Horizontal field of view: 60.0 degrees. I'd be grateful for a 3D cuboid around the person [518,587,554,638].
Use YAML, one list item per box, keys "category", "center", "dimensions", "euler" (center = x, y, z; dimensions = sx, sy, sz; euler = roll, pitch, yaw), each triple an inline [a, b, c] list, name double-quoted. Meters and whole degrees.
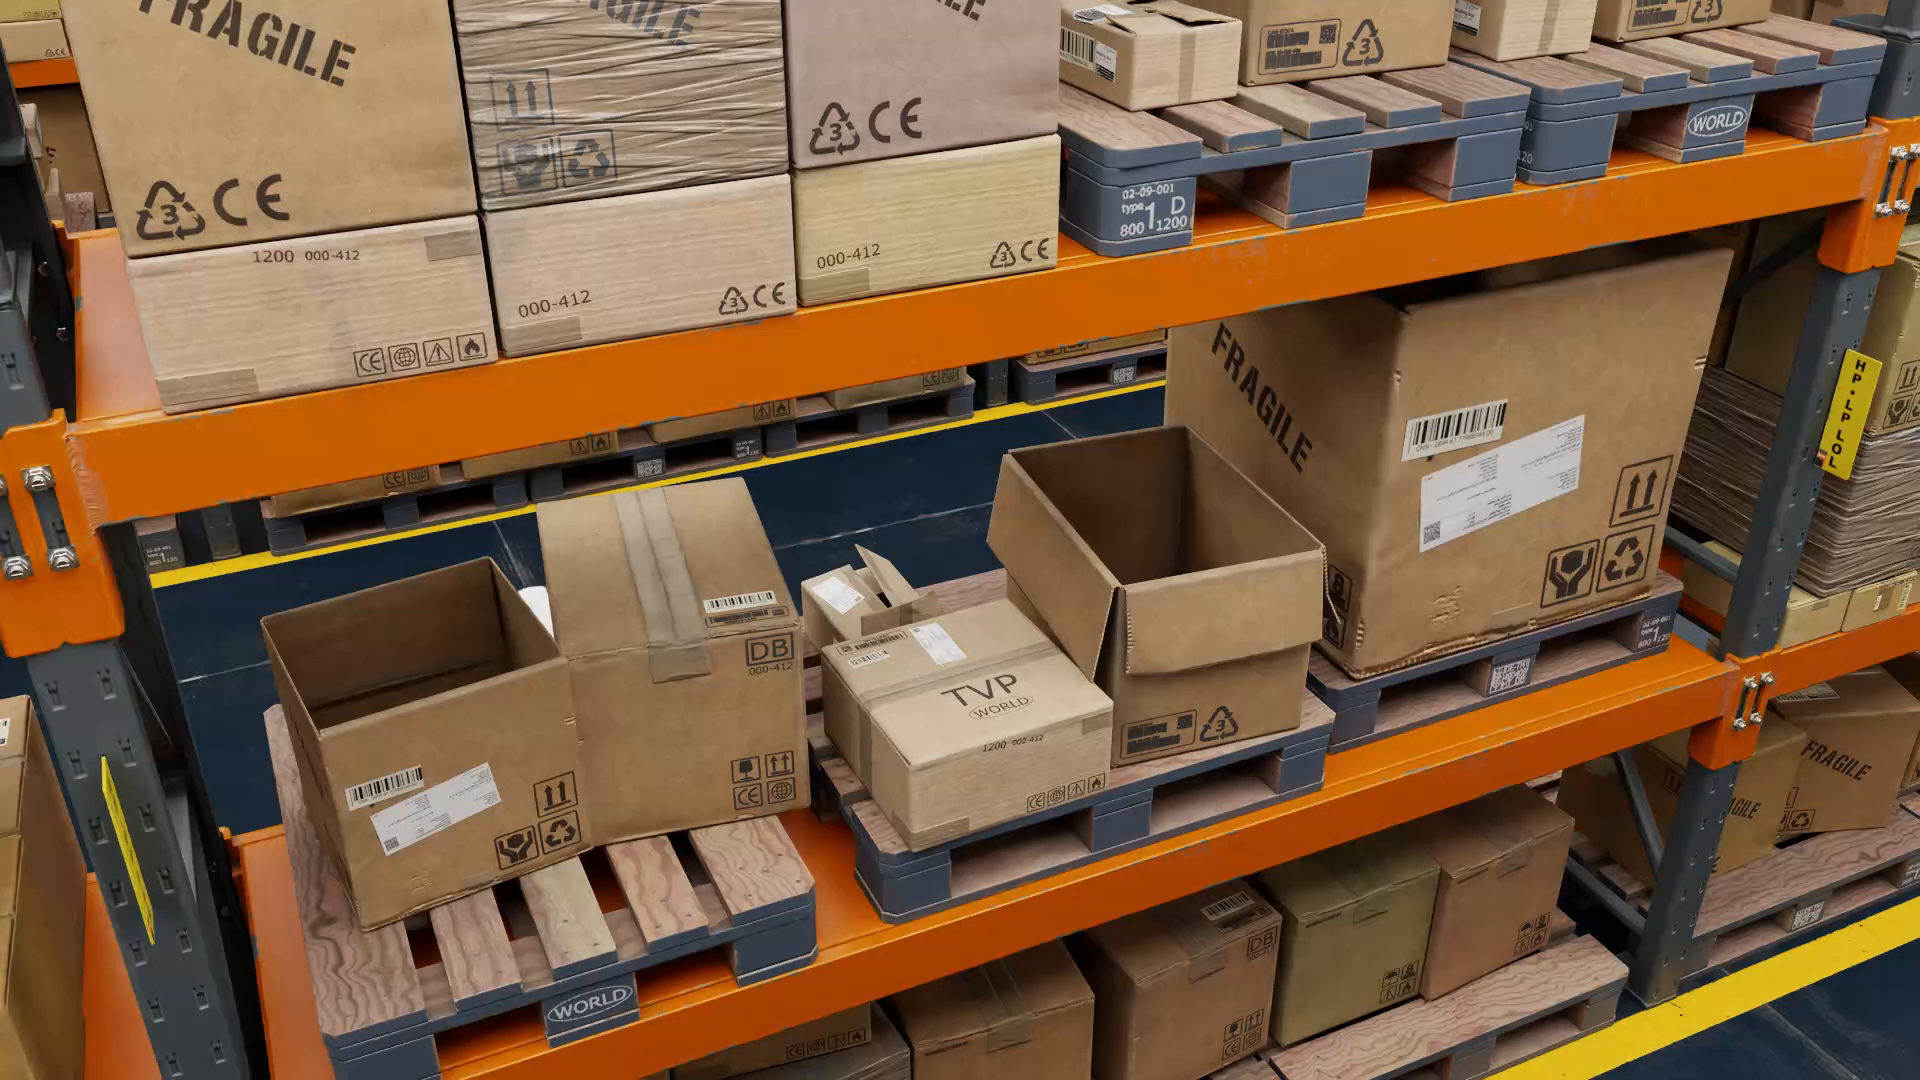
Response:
- category: "person"
  center: [-1.289, 0.664, 5.348]
  dimensions: [0.936, 1.352, 0.474]
  euler: [-14, 32, -24]
